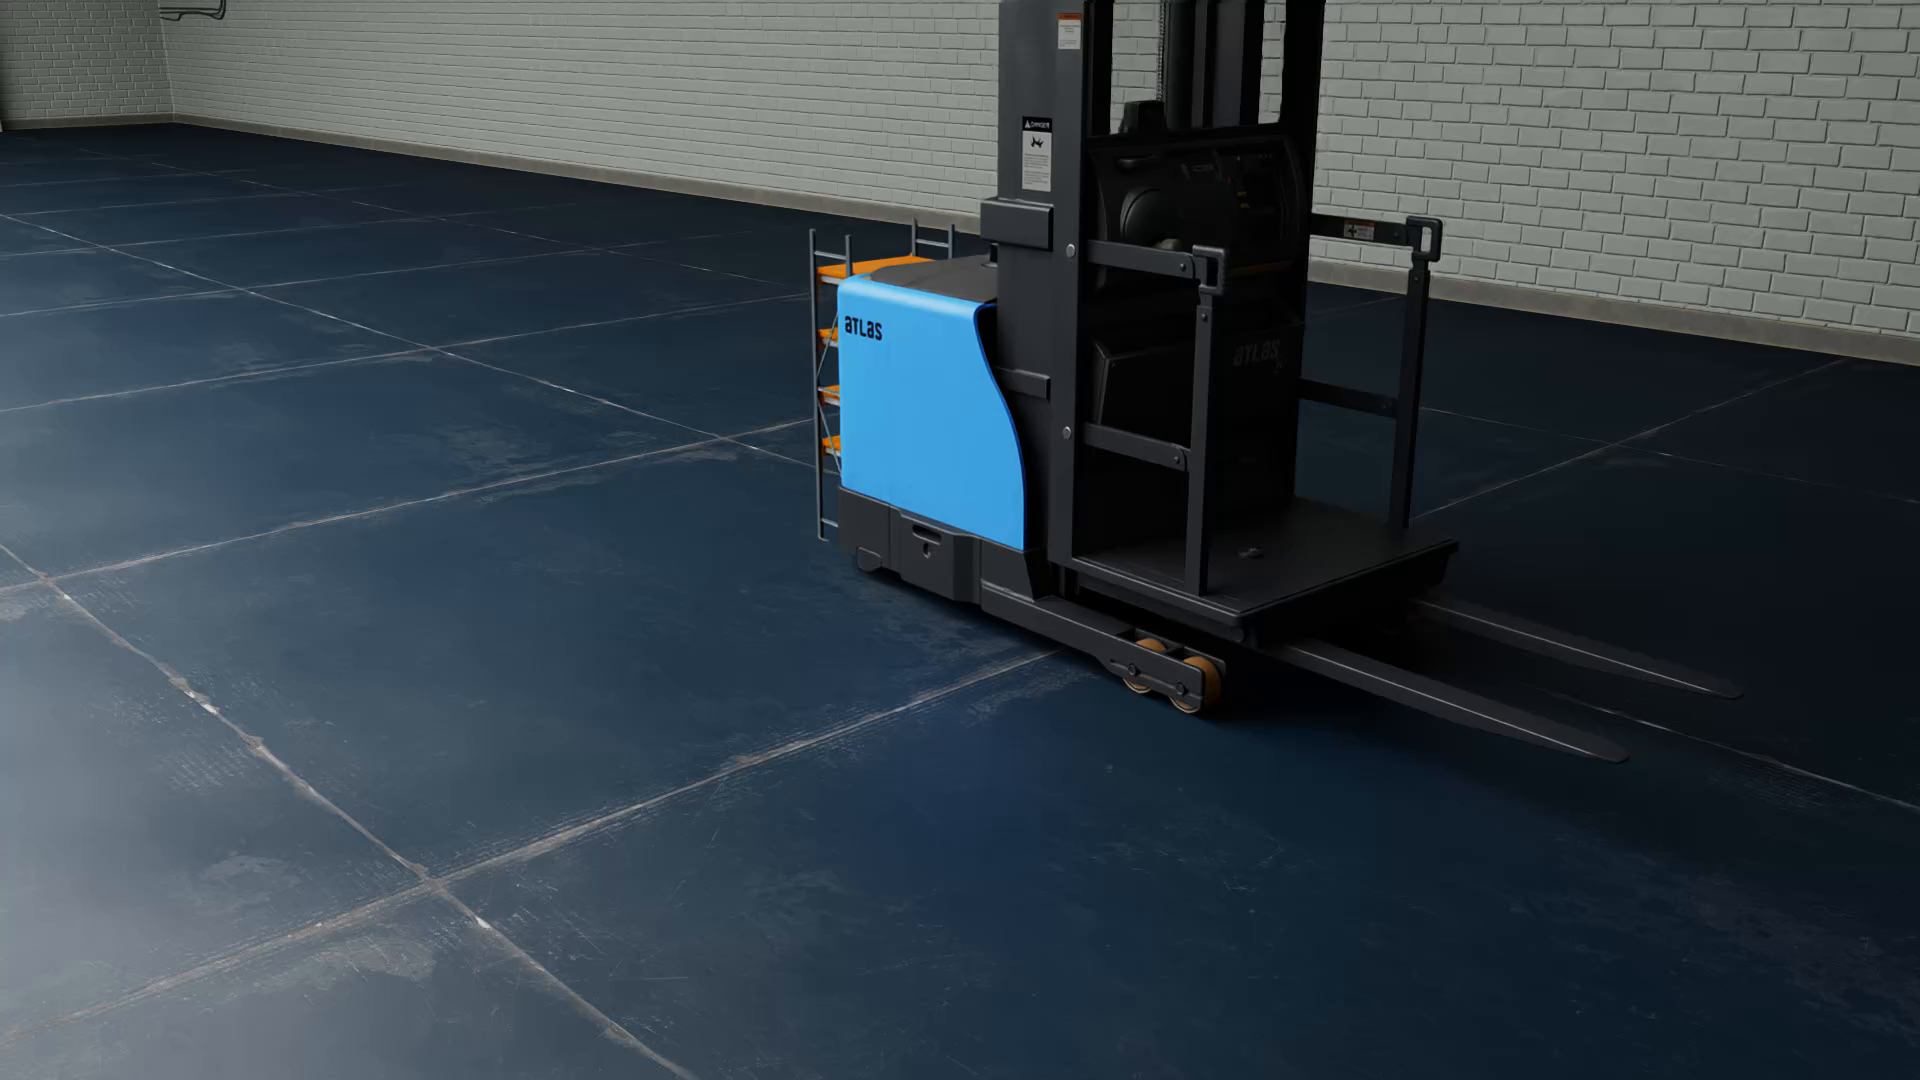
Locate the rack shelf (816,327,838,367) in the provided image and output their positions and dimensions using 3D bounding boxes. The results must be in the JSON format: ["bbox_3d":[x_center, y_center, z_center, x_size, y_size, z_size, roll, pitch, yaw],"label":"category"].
[{"bbox_3d":[-0.287,-0.747,6.335,0.480,0.148,0.258,-15,23,-39],"label":"rack shelf"}]

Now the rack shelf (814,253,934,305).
[{"bbox_3d":[-0.287,-0.972,6.262,0.480,0.148,0.258,-15,23,-39],"label":"rack shelf"}]

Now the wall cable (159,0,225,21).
[{"bbox_3d":[-12.620,-9.707,26.867,0.112,2.526,3.097,-16,24,-41],"label":"wall cable"}]

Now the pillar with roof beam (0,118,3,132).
[{"bbox_3d":[-12.711,-9.891,22.401,0.400,9.000,9.100,-16,24,-41],"label":"pillar with roof beam"}]

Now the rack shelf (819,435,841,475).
[{"bbox_3d":[-0.287,-0.345,6.465,0.480,0.148,0.258,-15,23,-39],"label":"rack shelf"}]

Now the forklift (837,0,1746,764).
[{"bbox_3d":[0.888,-1.058,4.996,1.130,2.935,3.031,-15,23,-38],"label":"forklift"}]

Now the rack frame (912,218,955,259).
[{"bbox_3d":[-0.103,-0.647,6.536,0.015,1.200,0.240,-15,23,-39],"label":"rack frame"}]

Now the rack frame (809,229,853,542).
[{"bbox_3d":[-0.471,-0.548,6.231,0.015,1.200,0.240,-15,23,-39],"label":"rack frame"}]

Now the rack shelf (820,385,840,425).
[{"bbox_3d":[-0.287,-0.534,6.404,0.480,0.148,0.258,-15,23,-39],"label":"rack shelf"}]

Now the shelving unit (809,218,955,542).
[{"bbox_3d":[-0.287,-0.598,6.383,0.503,1.200,0.258,-15,23,-39],"label":"shelving unit"}]
